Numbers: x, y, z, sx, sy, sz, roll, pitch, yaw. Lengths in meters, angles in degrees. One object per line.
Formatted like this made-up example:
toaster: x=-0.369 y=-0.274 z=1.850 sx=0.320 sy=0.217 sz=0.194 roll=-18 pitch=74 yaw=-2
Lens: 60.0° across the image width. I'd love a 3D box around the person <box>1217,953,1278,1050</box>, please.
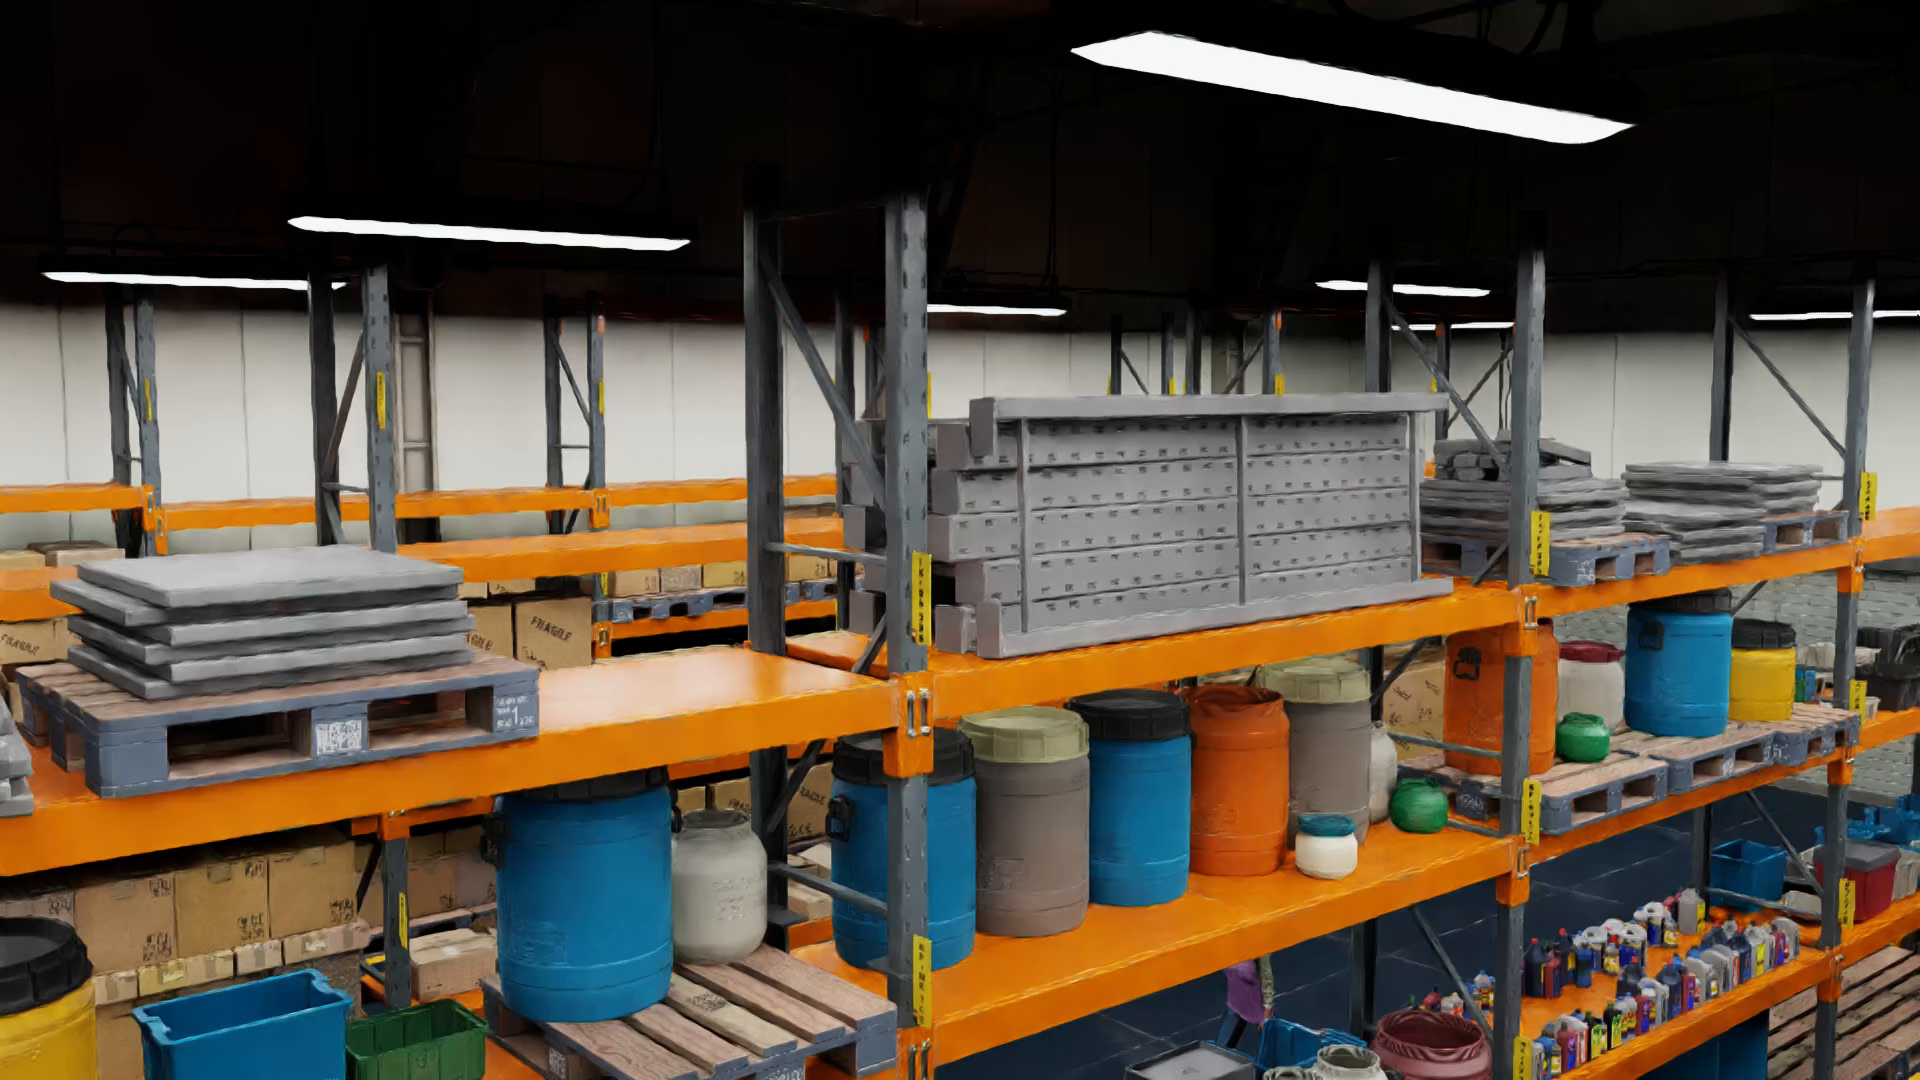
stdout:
person: x=2.049 y=3.283 z=11.627 sx=1.034 sy=1.525 sz=0.416 roll=-5 pitch=7 yaw=-41
